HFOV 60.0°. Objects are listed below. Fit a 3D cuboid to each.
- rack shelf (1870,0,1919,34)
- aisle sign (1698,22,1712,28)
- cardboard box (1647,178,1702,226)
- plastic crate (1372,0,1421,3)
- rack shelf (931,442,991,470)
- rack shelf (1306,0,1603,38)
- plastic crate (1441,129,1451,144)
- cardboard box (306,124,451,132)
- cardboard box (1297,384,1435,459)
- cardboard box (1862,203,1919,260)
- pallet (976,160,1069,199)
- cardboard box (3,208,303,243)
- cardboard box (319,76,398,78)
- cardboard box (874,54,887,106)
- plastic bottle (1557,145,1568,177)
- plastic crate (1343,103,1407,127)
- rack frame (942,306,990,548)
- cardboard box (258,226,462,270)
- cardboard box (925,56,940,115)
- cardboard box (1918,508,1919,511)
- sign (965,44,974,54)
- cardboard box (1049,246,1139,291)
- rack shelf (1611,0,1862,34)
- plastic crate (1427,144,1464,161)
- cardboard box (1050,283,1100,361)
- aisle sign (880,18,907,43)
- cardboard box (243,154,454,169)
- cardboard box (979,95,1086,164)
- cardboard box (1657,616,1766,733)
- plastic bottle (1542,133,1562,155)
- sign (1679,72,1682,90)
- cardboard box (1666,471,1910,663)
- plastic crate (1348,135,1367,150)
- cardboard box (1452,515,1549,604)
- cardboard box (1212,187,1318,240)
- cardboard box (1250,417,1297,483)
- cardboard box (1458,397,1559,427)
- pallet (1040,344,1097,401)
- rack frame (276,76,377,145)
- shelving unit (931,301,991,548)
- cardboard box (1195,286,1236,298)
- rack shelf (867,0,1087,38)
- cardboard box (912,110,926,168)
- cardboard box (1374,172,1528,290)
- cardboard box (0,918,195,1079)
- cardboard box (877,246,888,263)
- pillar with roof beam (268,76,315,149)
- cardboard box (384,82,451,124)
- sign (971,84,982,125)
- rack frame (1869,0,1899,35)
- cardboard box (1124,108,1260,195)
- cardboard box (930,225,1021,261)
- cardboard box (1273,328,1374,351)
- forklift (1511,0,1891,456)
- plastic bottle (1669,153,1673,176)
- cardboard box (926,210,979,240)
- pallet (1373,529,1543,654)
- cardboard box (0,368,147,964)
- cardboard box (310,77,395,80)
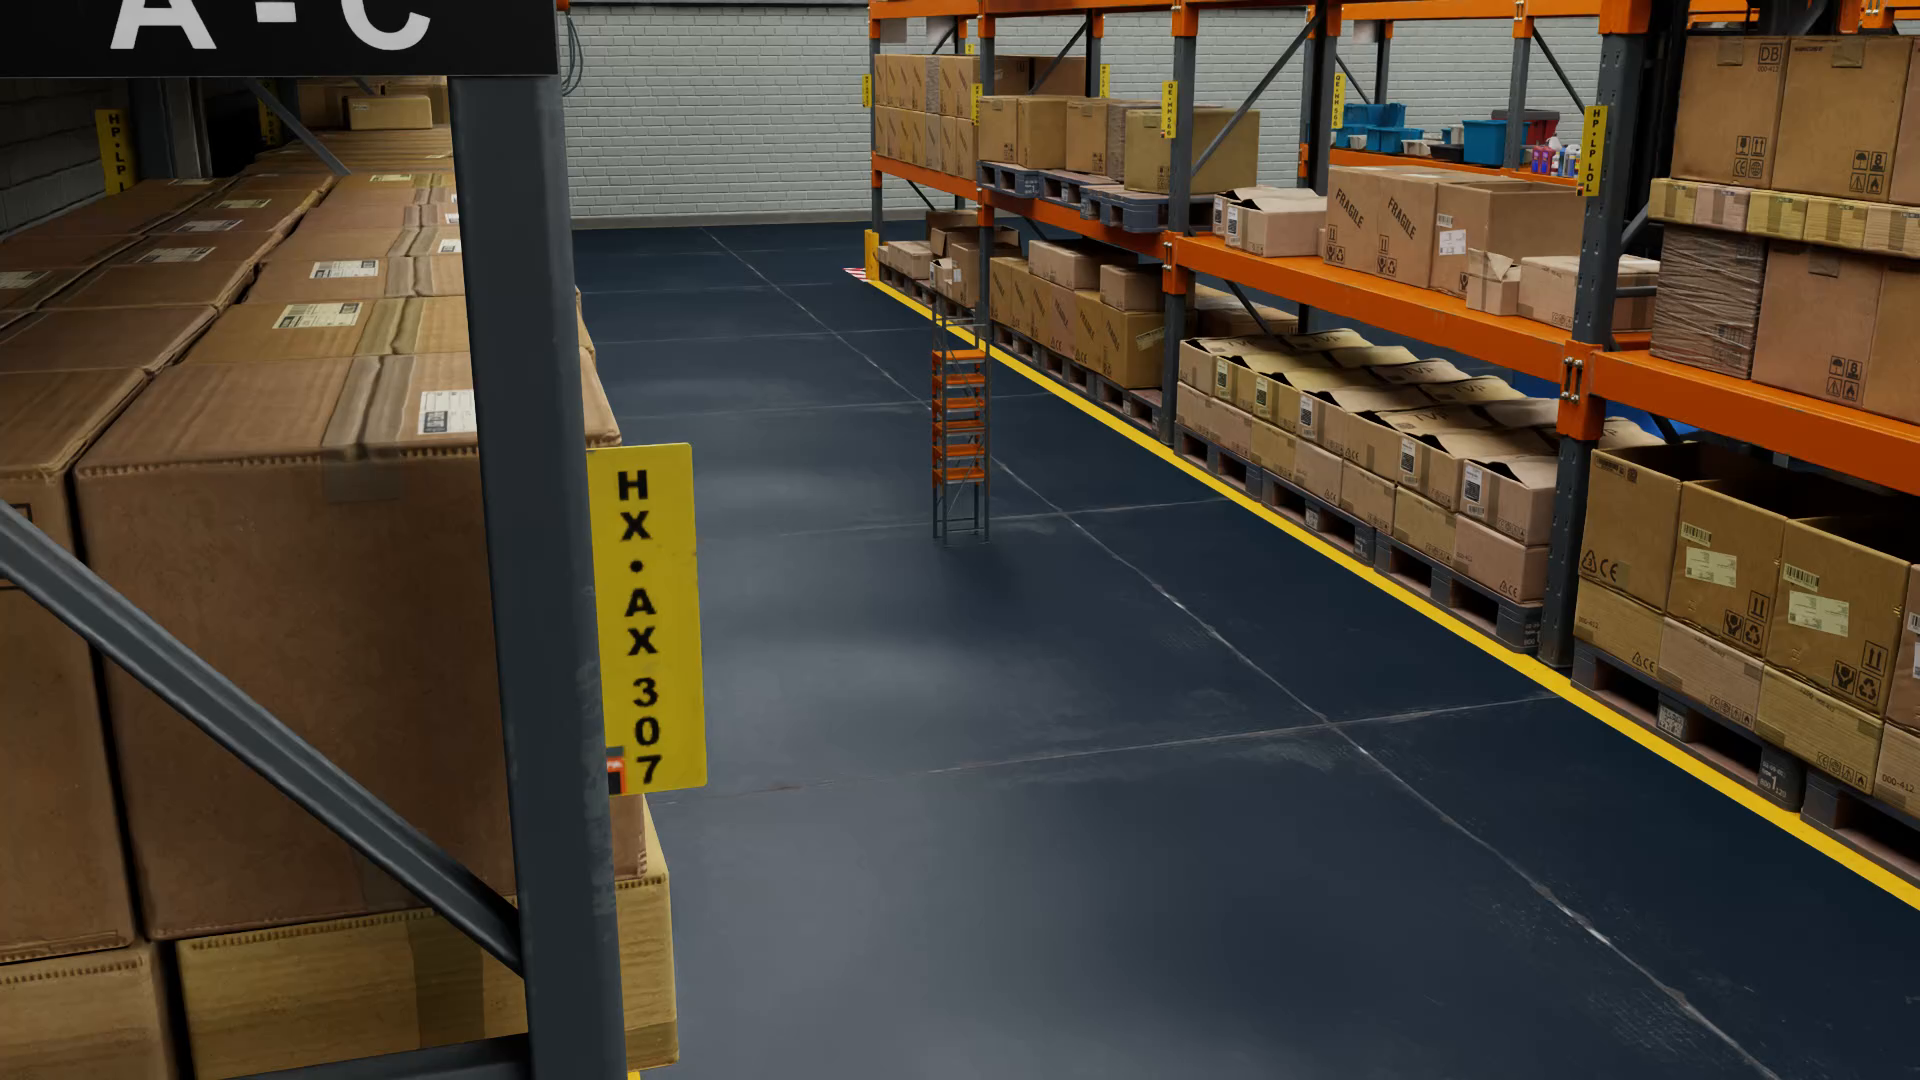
[{"bbox_3d":[7.073,-3.002,9.269,1.077,0.370,4.000,-5,17,-15],"label":"rack shelf"},{"bbox_3d":[8.778,-6.309,19.723,0.394,0.787,0.004,-5,17,-15],"label":"aisle sign"},{"bbox_3d":[2.746,-1.235,6.049,0.380,0.149,0.250,-5,17,-15],"label":"cardboard box"},{"bbox_3d":[4.480,-5.639,16.904,0.504,0.338,0.767,-5,17,-15],"label":"plastic crate"},{"bbox_3d":[0.004,-0.413,8.313,0.258,0.103,0.180,-5,17,-15],"label":"rack shelf"},{"bbox_3d":[4.874,-5.215,16.636,1.077,0.370,4.000,-5,17,-15],"label":"rack shelf"},{"bbox_3d":[5.135,-4.077,16.998,0.416,0.233,0.300,-5,17,-15],"label":"plastic crate"},{"bbox_3d":[-2.864,-1.810,8.324,0.700,0.500,0.500,-7,18,-22],"label":"cardboard box"},{"bbox_3d":[2.053,-0.630,8.409,0.500,0.311,0.500,-5,17,-16],"label":"cardboard box"},{"bbox_3d":[3.028,-0.953,5.109,0.380,0.149,0.250,-5,18,-17],"label":"cardboard box"},{"bbox_3d":[0.775,-2.858,13.085,1.003,0.211,1.213,-5,17,-15],"label":"pallet"},{"bbox_3d":[-1.705,-0.442,3.633,0.500,0.500,0.500,-4,17,-14],"label":"cardboard box"},{"bbox_3d":[-3.933,-2.915,10.914,0.500,0.250,0.500,-5,18,-17],"label":"cardboard box"},{"bbox_3d":[-0.571,-4.669,16.869,0.500,0.500,0.500,-4,17,-14],"label":"cardboard box"},{"bbox_3d":[5.227,-3.279,14.377,0.097,0.271,0.097,0,17,0],"label":"plastic bottle"},{"bbox_3d":[4.596,-4.644,18.533,0.616,0.435,0.499,-5,17,-15],"label":"plastic crate"},{"bbox_3d":[0.029,-0.545,8.182,0.240,1.200,0.006,-5,17,-15],"label":"rack frame"},{"bbox_3d":[-1.062,-0.343,3.302,0.500,0.500,0.500,-4,17,-14],"label":"cardboard box"},{"bbox_3d":[-0.010,-4.106,14.997,0.500,0.500,0.500,-5,17,-15],"label":"cardboard box"},{"bbox_3d":[3.463,0.178,5.390,0.500,0.500,0.500,-5,17,-15],"label":"cardboard box"},{"bbox_3d":[0.100,-5.030,17.421,0.100,0.325,0.005,-5,17,-15],"label":"sign"},{"bbox_3d":[0.972,-1.984,12.118,0.500,0.250,0.500,-5,17,-16],"label":"cardboard box"},{"bbox_3d":[3.408,-1.505,4.286,1.077,0.370,4.000,-5,17,-15],"label":"rack shelf"},{"bbox_3d":[4.858,-3.755,16.113,0.437,0.125,0.590,-5,17,-15],"label":"plastic crate"},{"bbox_3d":[0.984,-1.614,12.193,0.500,0.500,0.500,-5,18,-17],"label":"cardboard box"},{"bbox_3d":[-0.740,-5.526,17.117,0.394,0.787,0.004,-5,17,-15],"label":"aisle sign"},{"bbox_3d":[-2.157,-1.131,6.065,0.700,0.500,0.500,-3,17,-10],"label":"cardboard box"},{"bbox_3d":[0.575,-3.280,13.252,0.700,0.500,0.500,-12,20,-34],"label":"cardboard box"},{"bbox_3d":[2.827,0.440,5.822,0.500,0.250,0.500,-5,17,-15],"label":"cardboard box"},{"bbox_3d":[5.220,-3.412,14.683,0.144,0.351,0.185,-5,17,-15],"label":"plastic bottle"},{"bbox_3d":[8.551,-5.478,19.833,0.100,0.325,0.005,-5,17,-15],"label":"sign"},{"bbox_3d":[2.830,0.081,5.715,0.500,0.500,0.500,-5,17,-15],"label":"cardboard box"},{"bbox_3d":[4.271,-4.202,17.579,0.250,0.136,0.298,-5,17,-15],"label":"plastic crate"},{"bbox_3d":[2.466,0.058,7.096,0.500,0.250,0.500,-5,17,-16],"label":"cardboard box"},{"bbox_3d":[1.817,-1.926,9.805,0.500,0.311,0.500,-4,17,-12],"label":"cardboard box"},{"bbox_3d":[1.908,-0.507,8.974,0.500,0.250,0.500,-5,17,-17],"label":"cardboard box"},{"bbox_3d":[2.709,-0.535,8.095,0.500,0.311,0.500,-5,18,-17],"label":"cardboard box"},{"bbox_3d":[1.259,-1.284,12.359,1.003,0.211,1.213,-5,17,-15],"label":"pallet"},{"bbox_3d":[-3.003,-1.680,8.831,1.000,3.000,0.127,-5,17,-15],"label":"rack frame"},{"bbox_3d":[0.004,-0.571,8.266,0.258,1.200,0.189,-5,17,-15],"label":"shelving unit"},{"bbox_3d":[1.627,-1.518,11.873,0.500,0.500,0.500,-5,17,-16],"label":"cardboard box"},{"bbox_3d":[0.110,-4.825,15.336,1.077,0.370,4.000,-5,17,-15],"label":"rack shelf"},{"bbox_3d":[-0.153,-3.770,15.616,0.500,0.500,0.500,-4,17,-15],"label":"cardboard box"},{"bbox_3d":[2.381,-1.512,8.099,0.500,0.500,0.500,-5,17,-15],"label":"cardboard box"},{"bbox_3d":[-1.119,0.481,1.863,0.500,0.250,0.500,-4,17,-14],"label":"cardboard box"},{"bbox_3d":[-0.655,-2.988,17.376,0.380,0.149,0.250,-5,17,-15],"label":"cardboard box"},{"bbox_3d":[-0.987,-6.125,13.202,9.100,9.000,0.400,-5,17,-15],"label":"pillar with roof beam"},{"bbox_3d":[-2.887,-2.393,9.176,0.500,0.250,0.500,-4,17,-14],"label":"cardboard box"},{"bbox_3d":[0.140,-3.549,13.548,0.100,0.325,0.005,-5,17,-15],"label":"sign"},{"bbox_3d":[6.523,-2.463,11.439,1.000,3.000,0.127,-5,17,-15],"label":"rack frame"},{"bbox_3d":[1.478,-2.487,10.614,0.700,0.500,0.500,-12,20,-34],"label":"cardboard box"},{"bbox_3d":[0.139,-2.714,15.847,0.797,0.503,0.637,-5,17,-15],"label":"cardboard box"},{"bbox_3d":[2.140,-1.100,9.976,0.500,0.311,0.500,-4,17,-14],"label":"cardboard box"},{"bbox_3d":[4.758,-2.037,10.140,3.031,2.935,1.130,-12,21,-36],"label":"forklift"},{"bbox_3d":[5.600,-2.890,13.062,0.061,0.283,0.133,-5,17,-15],"label":"plastic bottle"},{"bbox_3d":[-0.053,-3.168,17.366,0.500,0.500,0.500,-5,17,-15],"label":"cardboard box"},{"bbox_3d":[2.619,0.168,7.525,1.003,0.211,1.213,-5,17,-15],"label":"pallet"},{"bbox_3d":[-1.138,0.122,1.754,0.500,0.500,0.500,-5,17,-16],"label":"cardboard box"},{"bbox_3d":[-3.794,-2.771,10.433,0.500,0.250,0.500,-5,17,-17],"label":"cardboard box"}]
